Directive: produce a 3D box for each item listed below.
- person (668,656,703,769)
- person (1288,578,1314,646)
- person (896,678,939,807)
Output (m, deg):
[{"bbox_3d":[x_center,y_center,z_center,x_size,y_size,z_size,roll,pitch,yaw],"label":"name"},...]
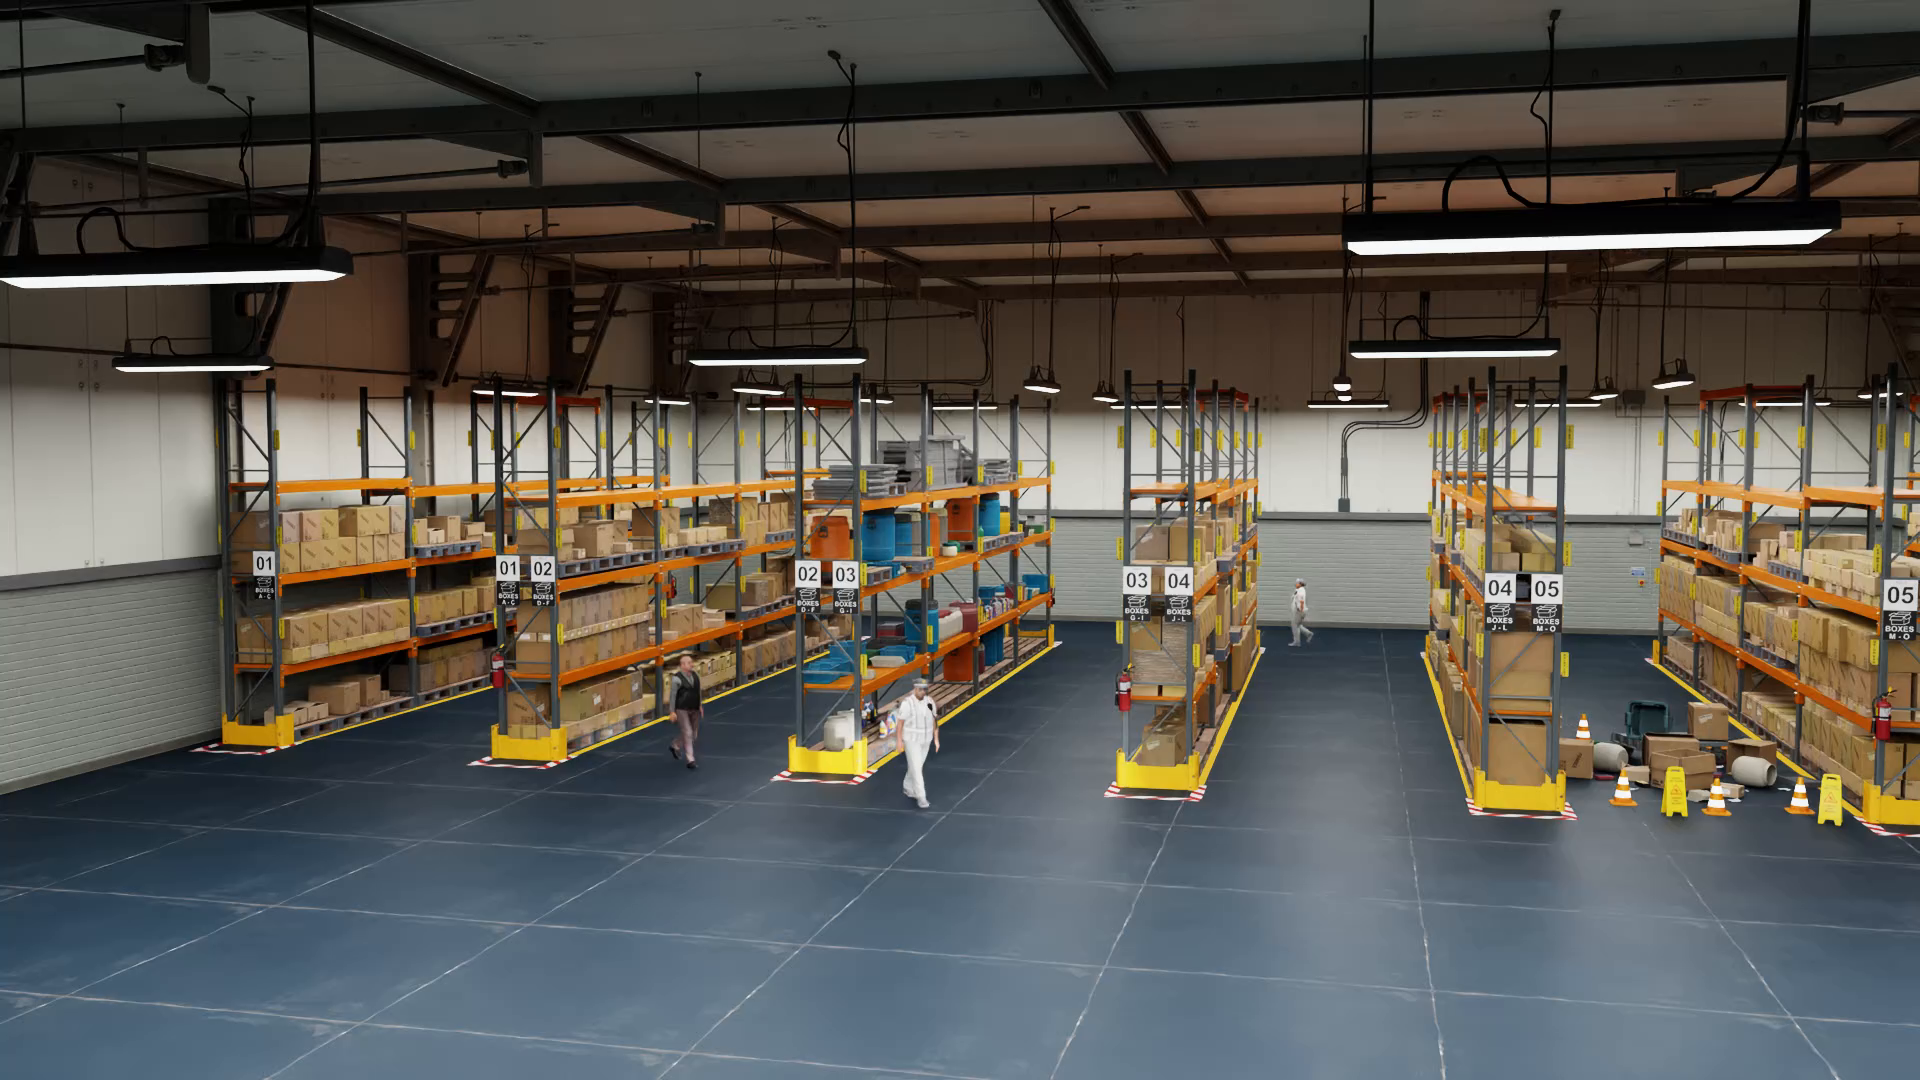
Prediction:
[{"bbox_3d":[-4.213,2.618,25.543,0.886,1.697,0.577,3,4,40],"label":"person"},{"bbox_3d":[8.269,1.742,40.293,0.612,1.646,0.496,1,4,12],"label":"person"},{"bbox_3d":[-0.555,2.749,22.897,0.573,1.701,0.988,-3,4,-39],"label":"person"}]
